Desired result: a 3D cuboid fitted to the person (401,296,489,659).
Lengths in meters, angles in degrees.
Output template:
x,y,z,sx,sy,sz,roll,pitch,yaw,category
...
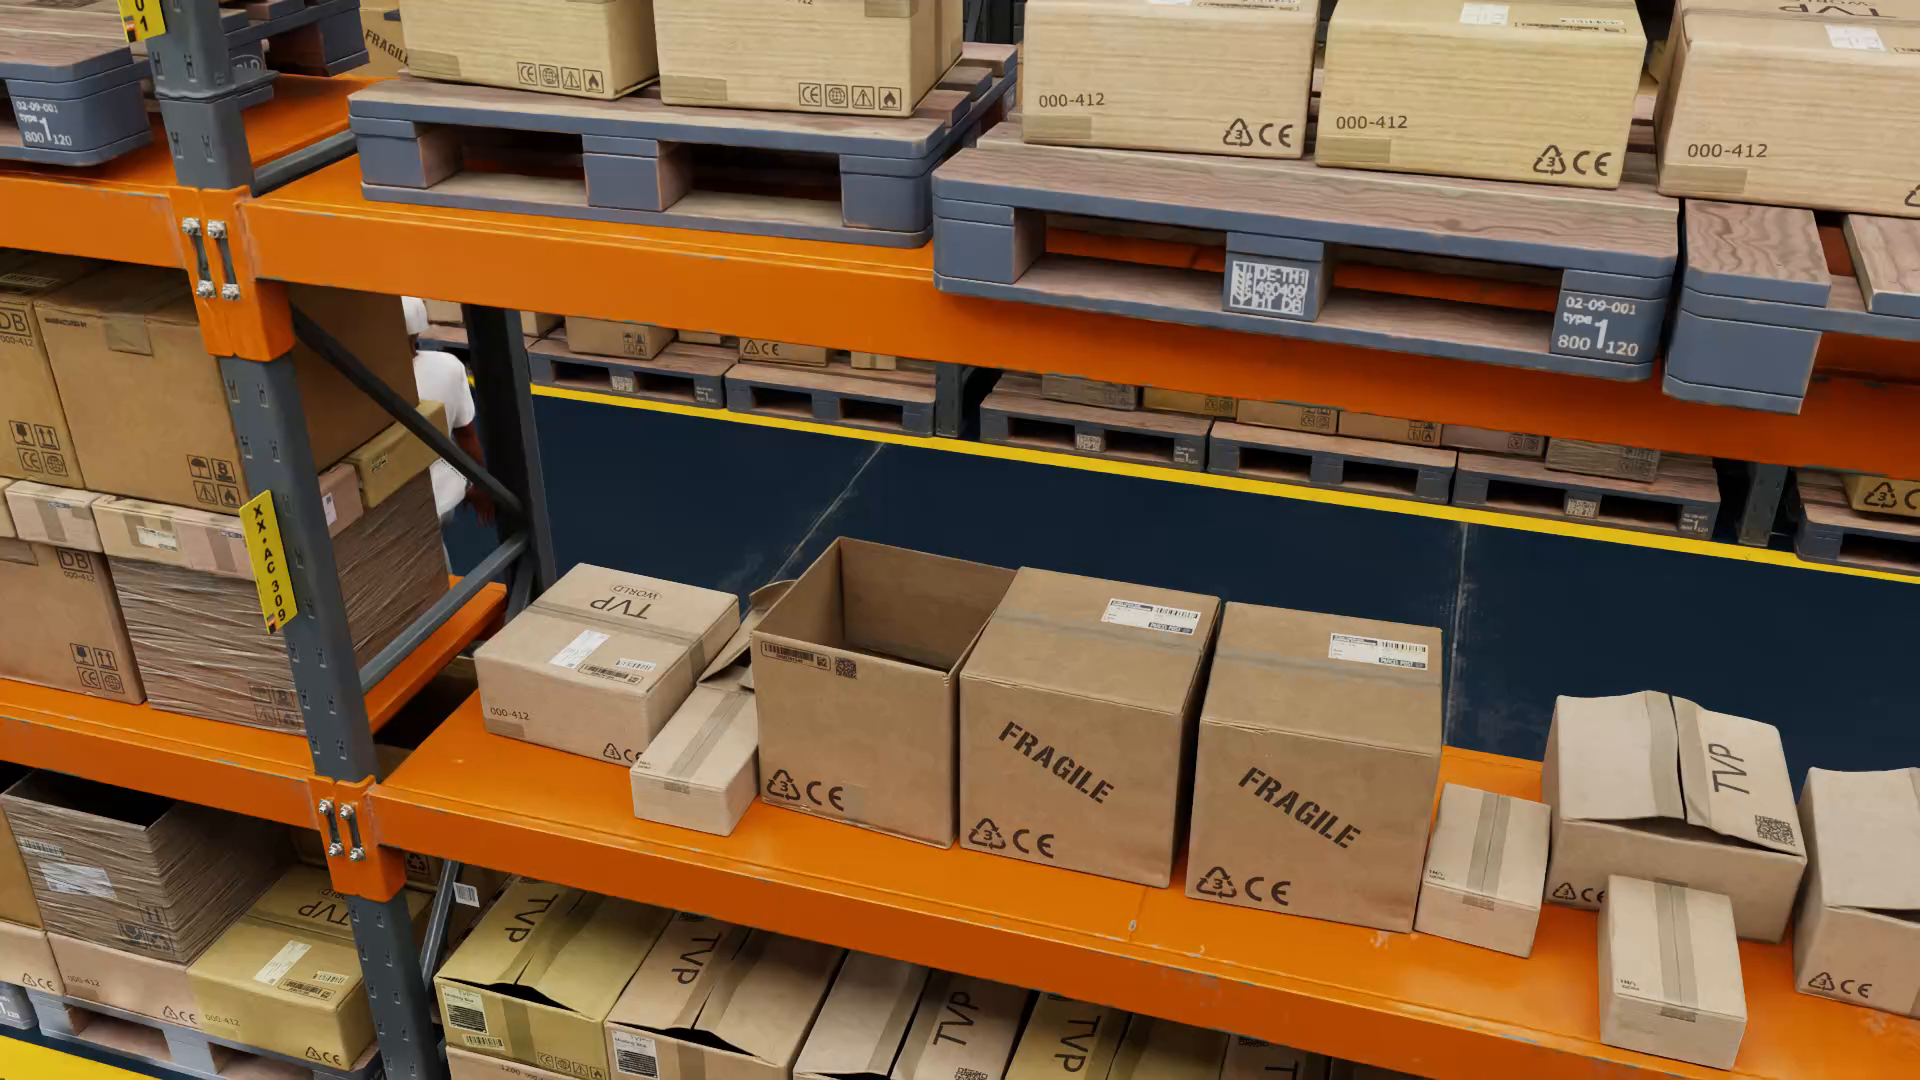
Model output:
x,y,z,sx,sy,sz,roll,pitch,yaw,category
-2.138,-0.152,6.378,1.008,1.728,0.594,9,30,16,person
